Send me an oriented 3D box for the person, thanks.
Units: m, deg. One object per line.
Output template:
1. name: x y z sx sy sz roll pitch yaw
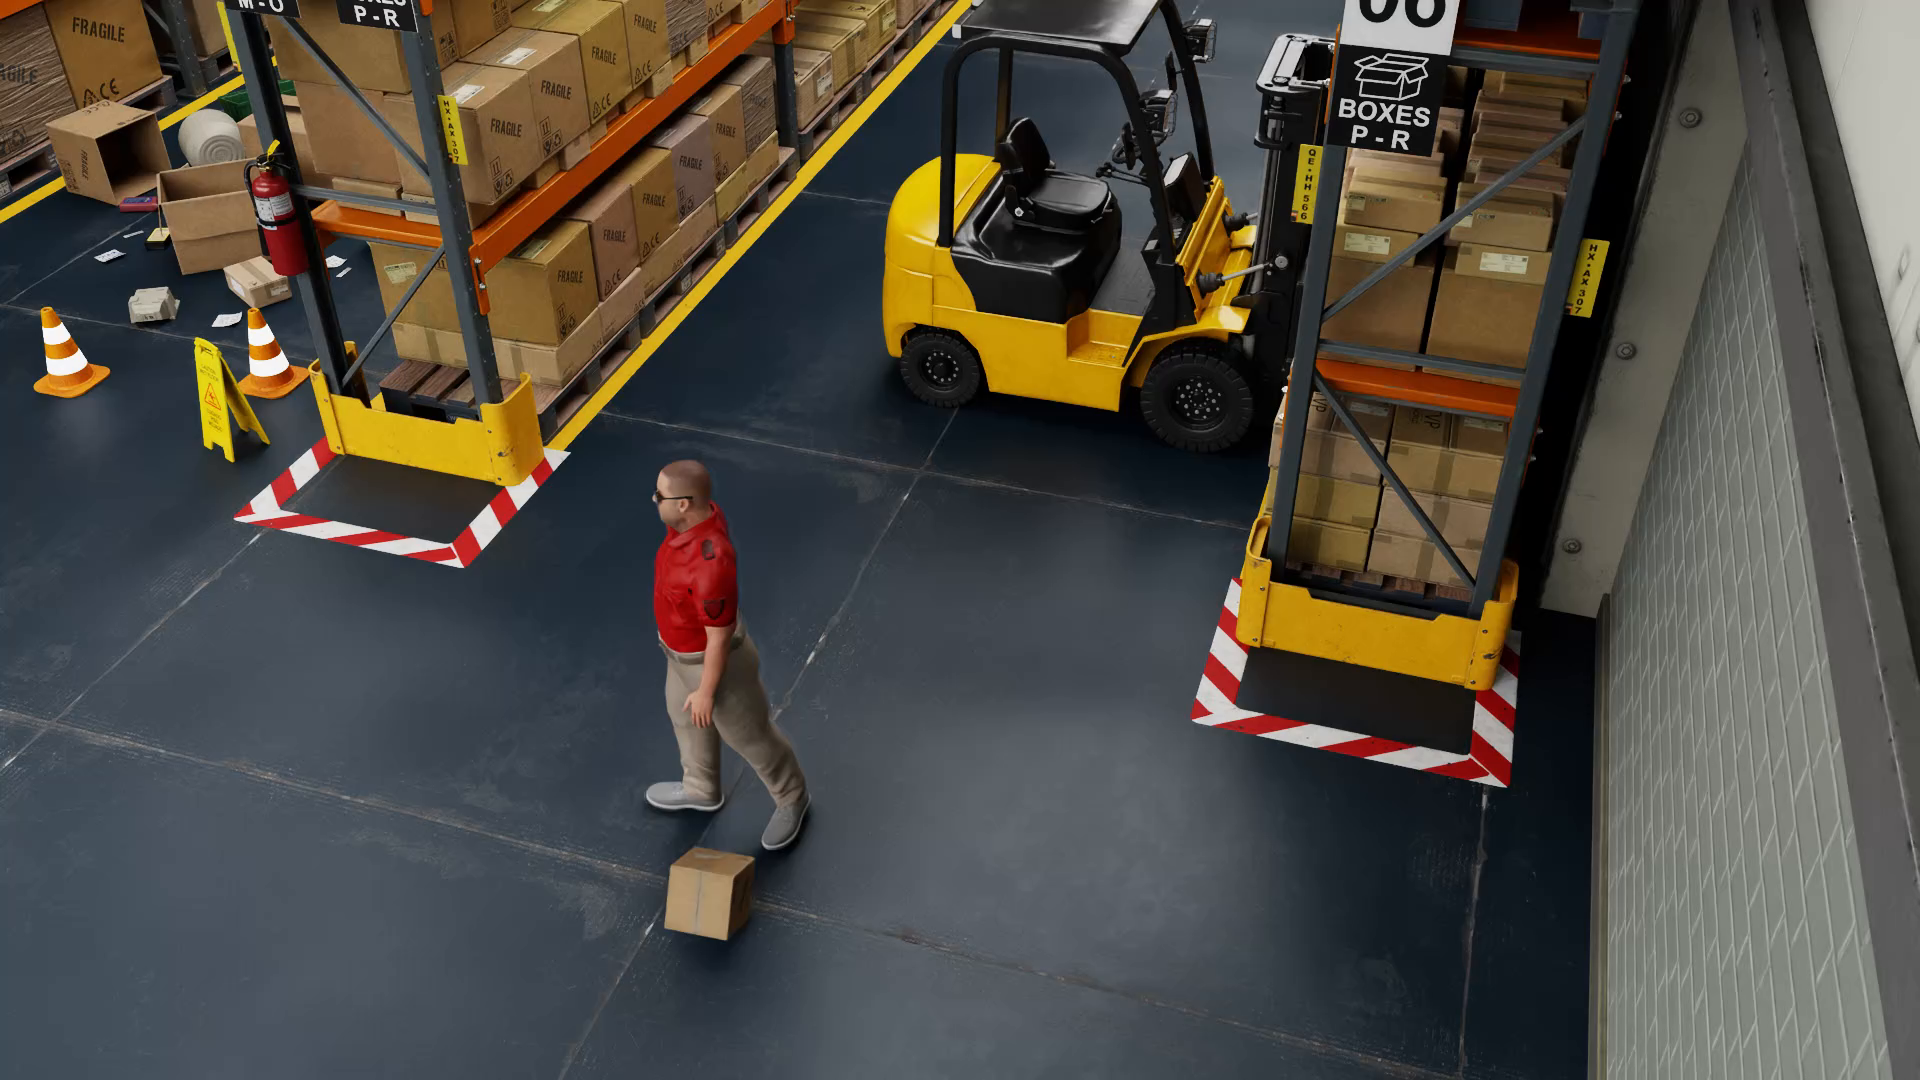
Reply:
1. person: -0.948 0.416 6.352 0.639 1.718 0.648 -12 38 -15
